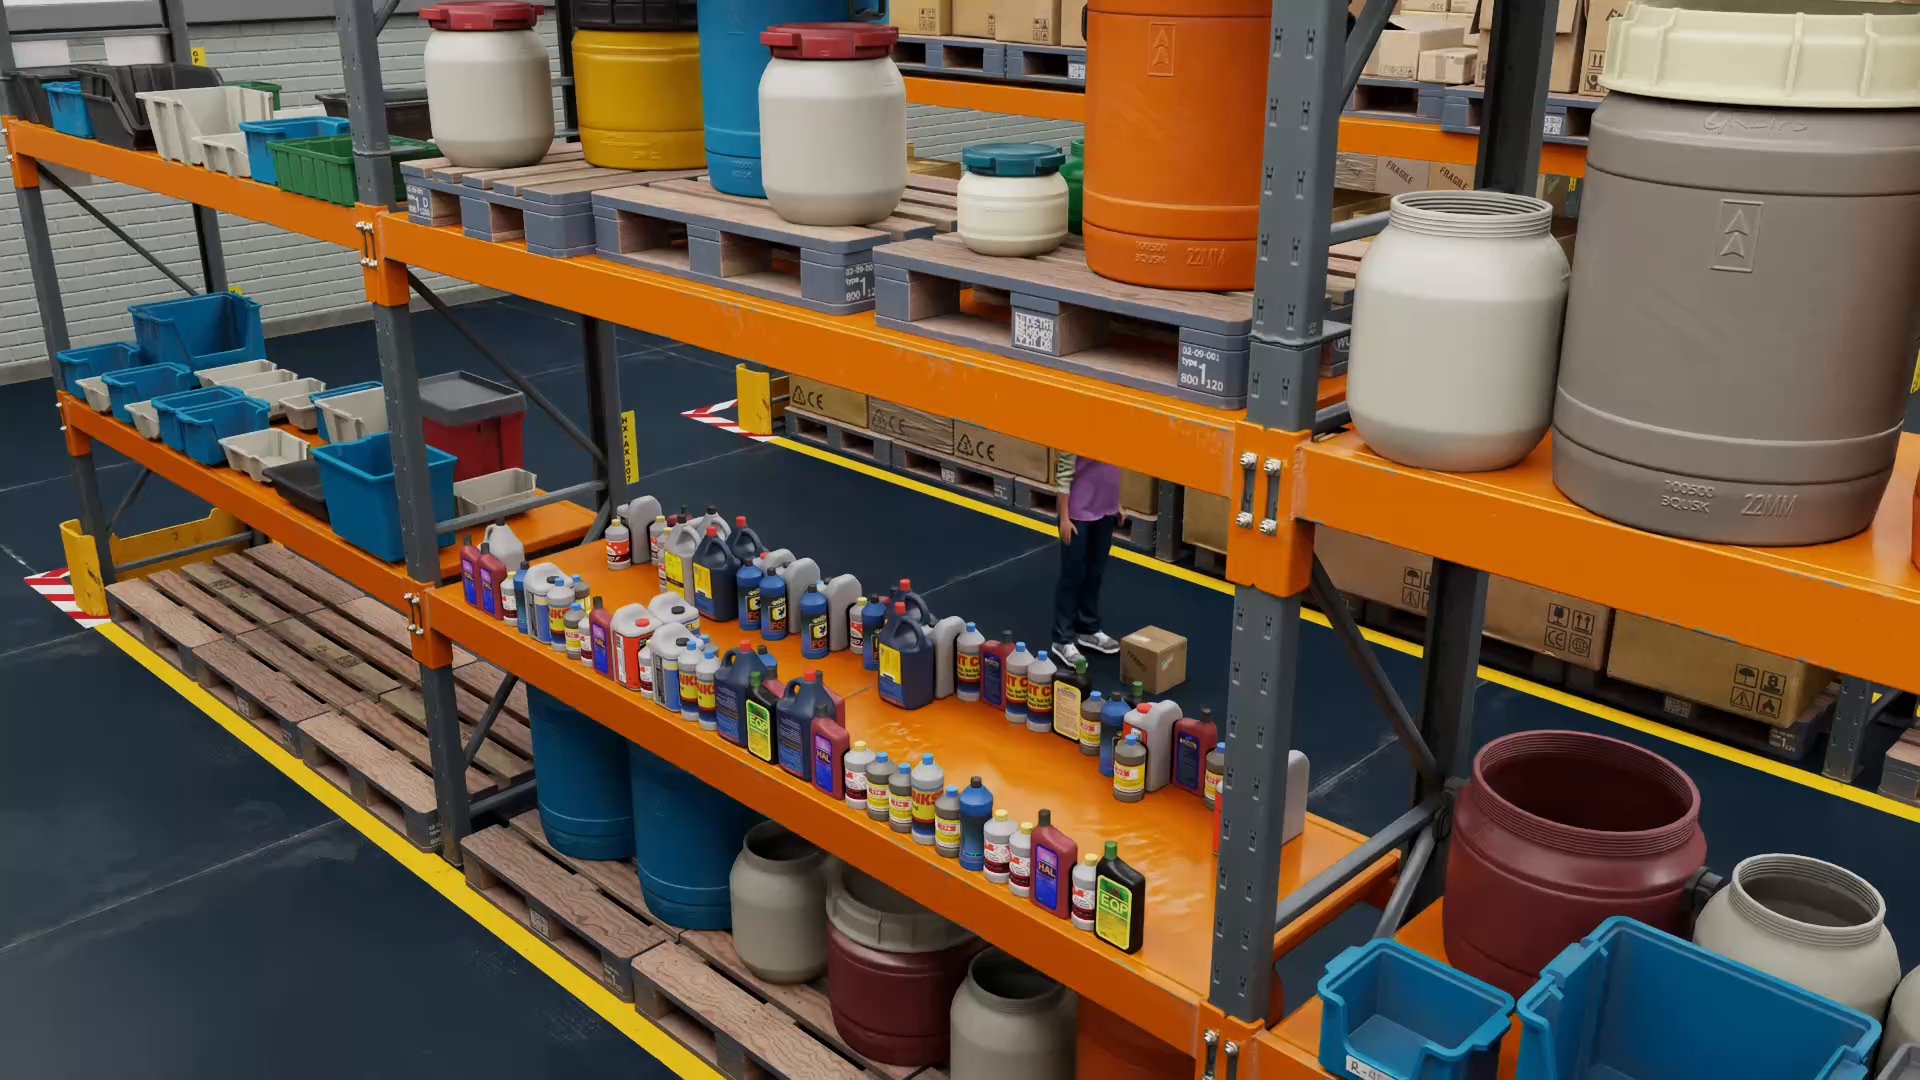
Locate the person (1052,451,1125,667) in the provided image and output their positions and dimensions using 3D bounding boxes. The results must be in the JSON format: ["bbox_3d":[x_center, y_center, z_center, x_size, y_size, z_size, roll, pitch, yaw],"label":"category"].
[{"bbox_3d":[0.702,-0.133,8.888,0.476,1.611,0.318,-19,28,-41],"label":"person"}]
